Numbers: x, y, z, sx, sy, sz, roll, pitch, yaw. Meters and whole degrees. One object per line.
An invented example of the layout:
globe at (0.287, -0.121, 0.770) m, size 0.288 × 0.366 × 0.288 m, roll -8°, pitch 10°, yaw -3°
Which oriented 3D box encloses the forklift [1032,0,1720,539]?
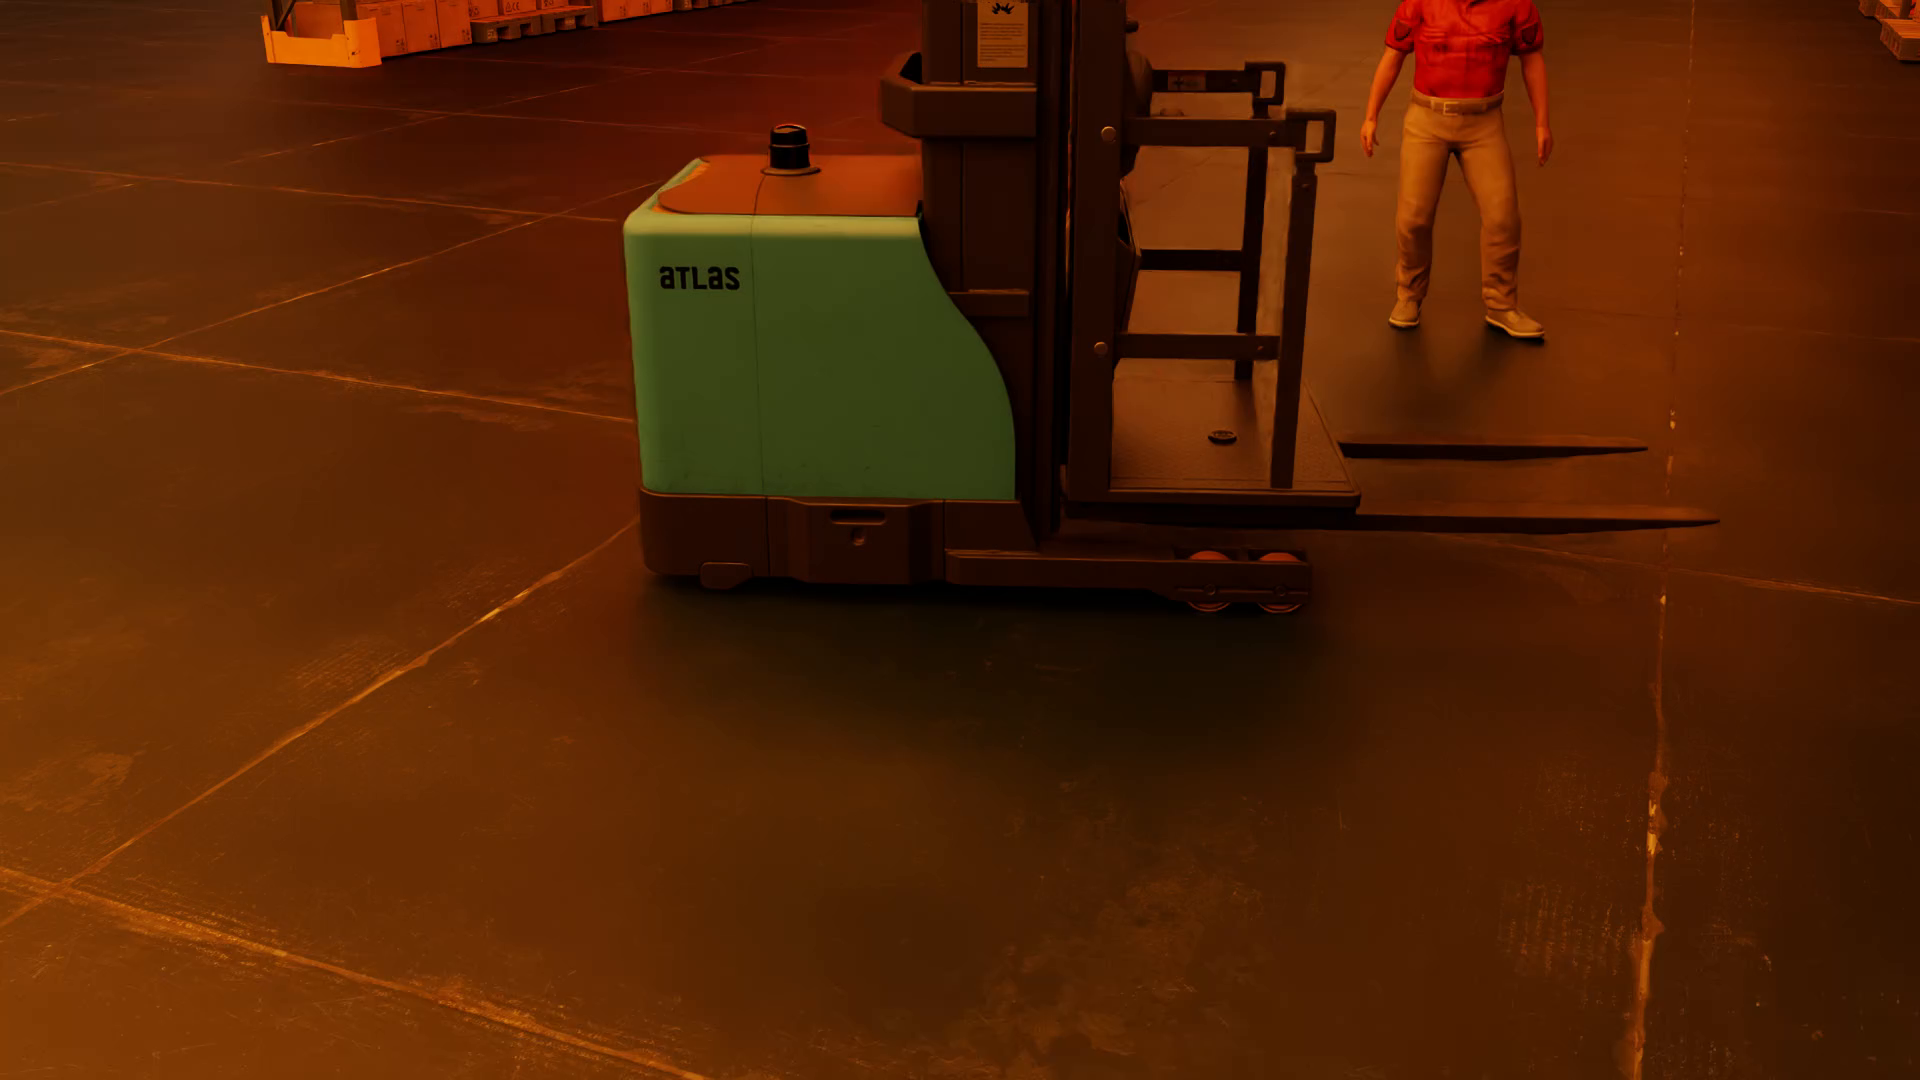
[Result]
forklift at (0.704, -1.331, 4.560) m, size 2.884 × 2.867 × 1.101 m, roll 1°, pitch 23°, yaw 3°
